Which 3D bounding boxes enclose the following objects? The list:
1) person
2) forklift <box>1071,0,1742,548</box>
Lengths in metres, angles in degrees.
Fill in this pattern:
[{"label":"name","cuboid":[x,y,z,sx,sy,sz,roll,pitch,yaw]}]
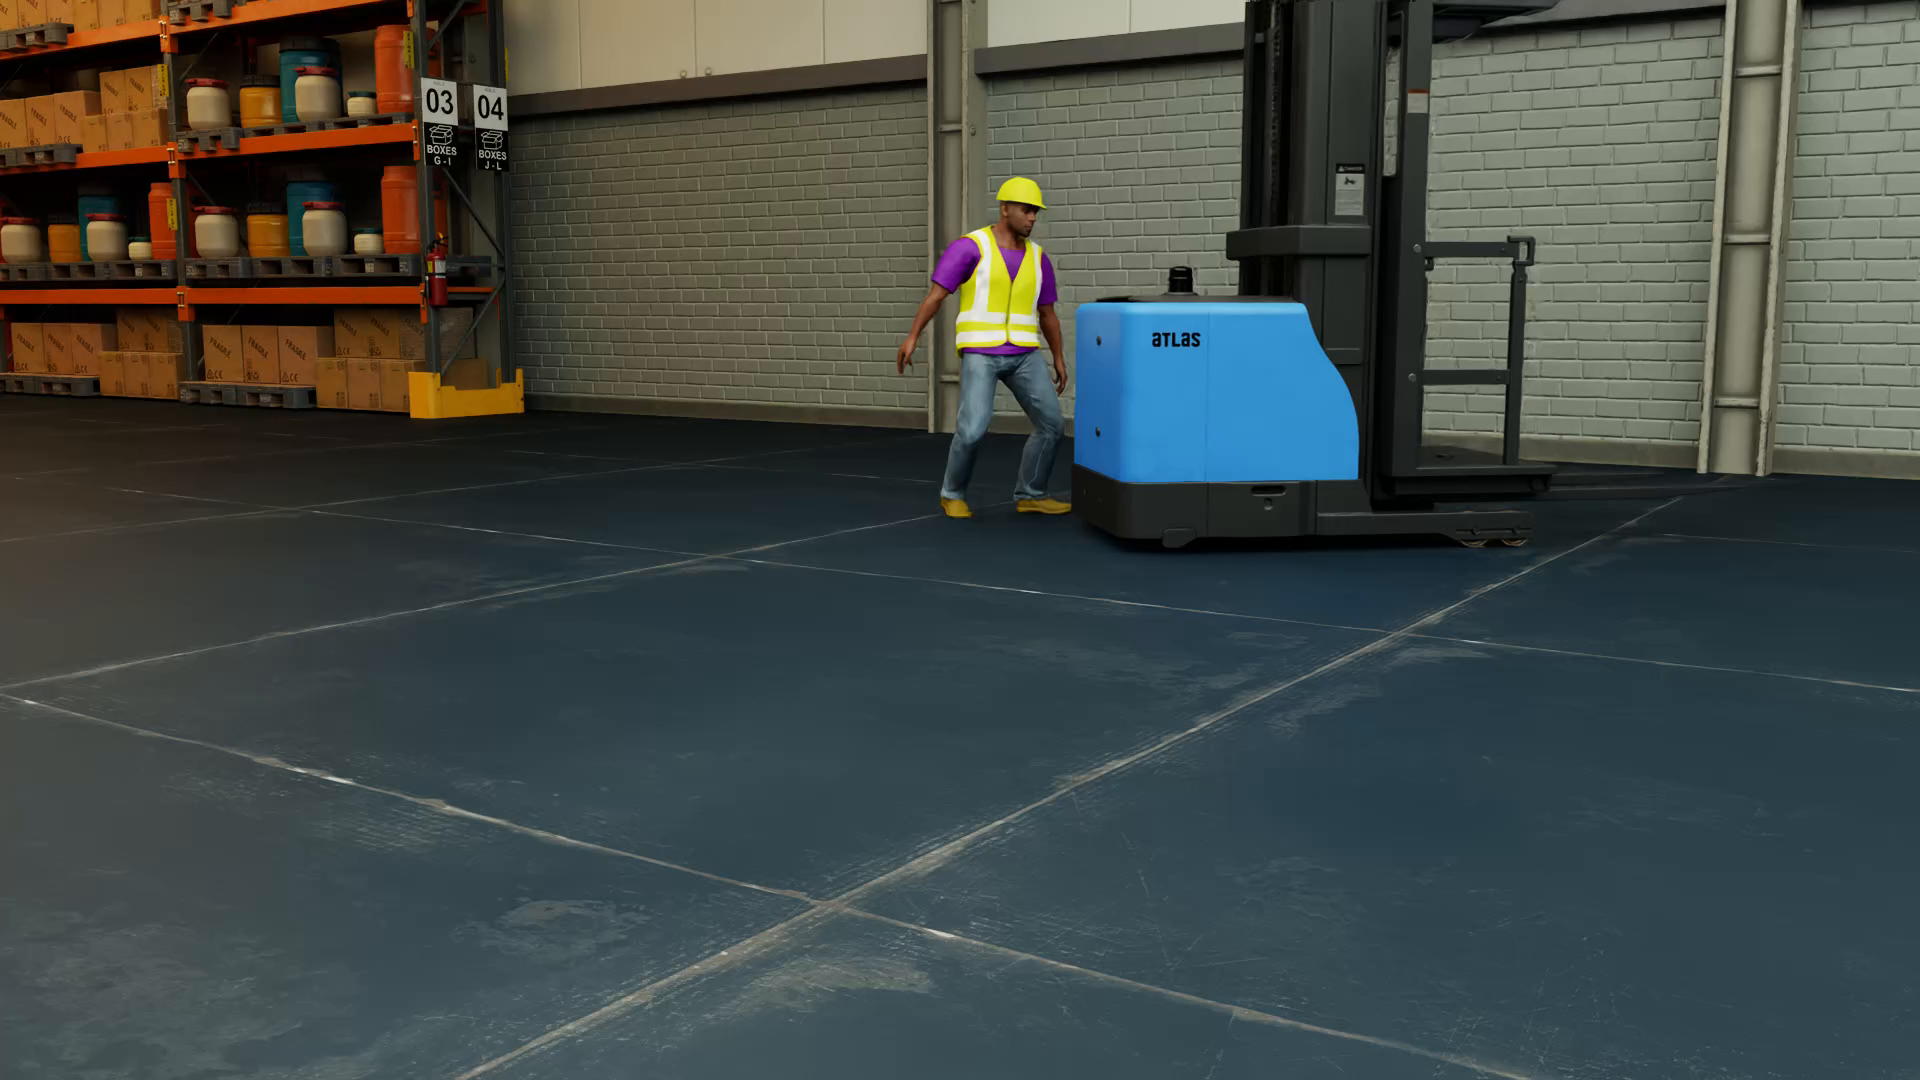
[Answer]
[{"label":"person","cuboid":[0.135,-0.944,8.352,0.912,1.720,0.504,-3,9,-19]},{"label":"forklift","cuboid":[2.100,-1.489,7.661,3.031,2.935,1.130,-1,8,-9]}]
